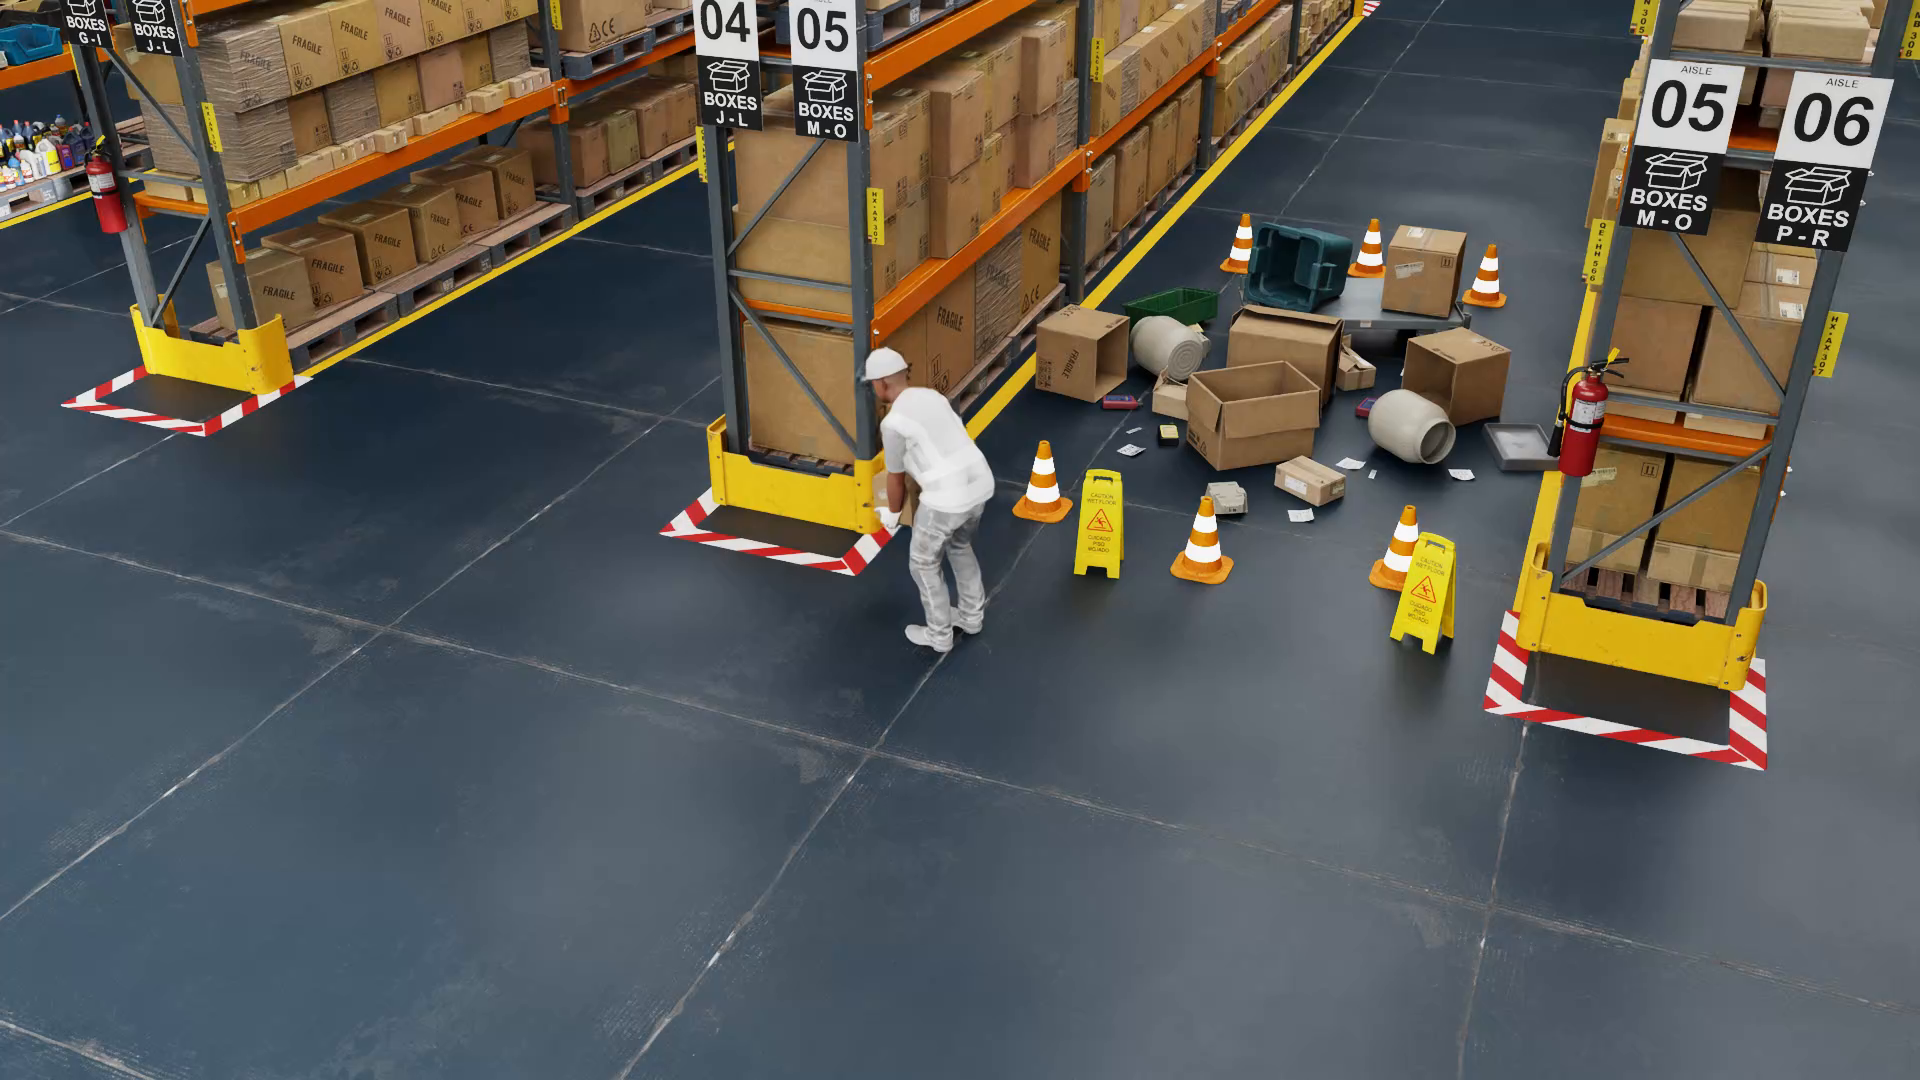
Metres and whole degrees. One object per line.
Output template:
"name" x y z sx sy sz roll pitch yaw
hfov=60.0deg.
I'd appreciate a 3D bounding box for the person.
"person" -0.195 -0.225 8.957 0.771 1.608 0.475 22 36 34
